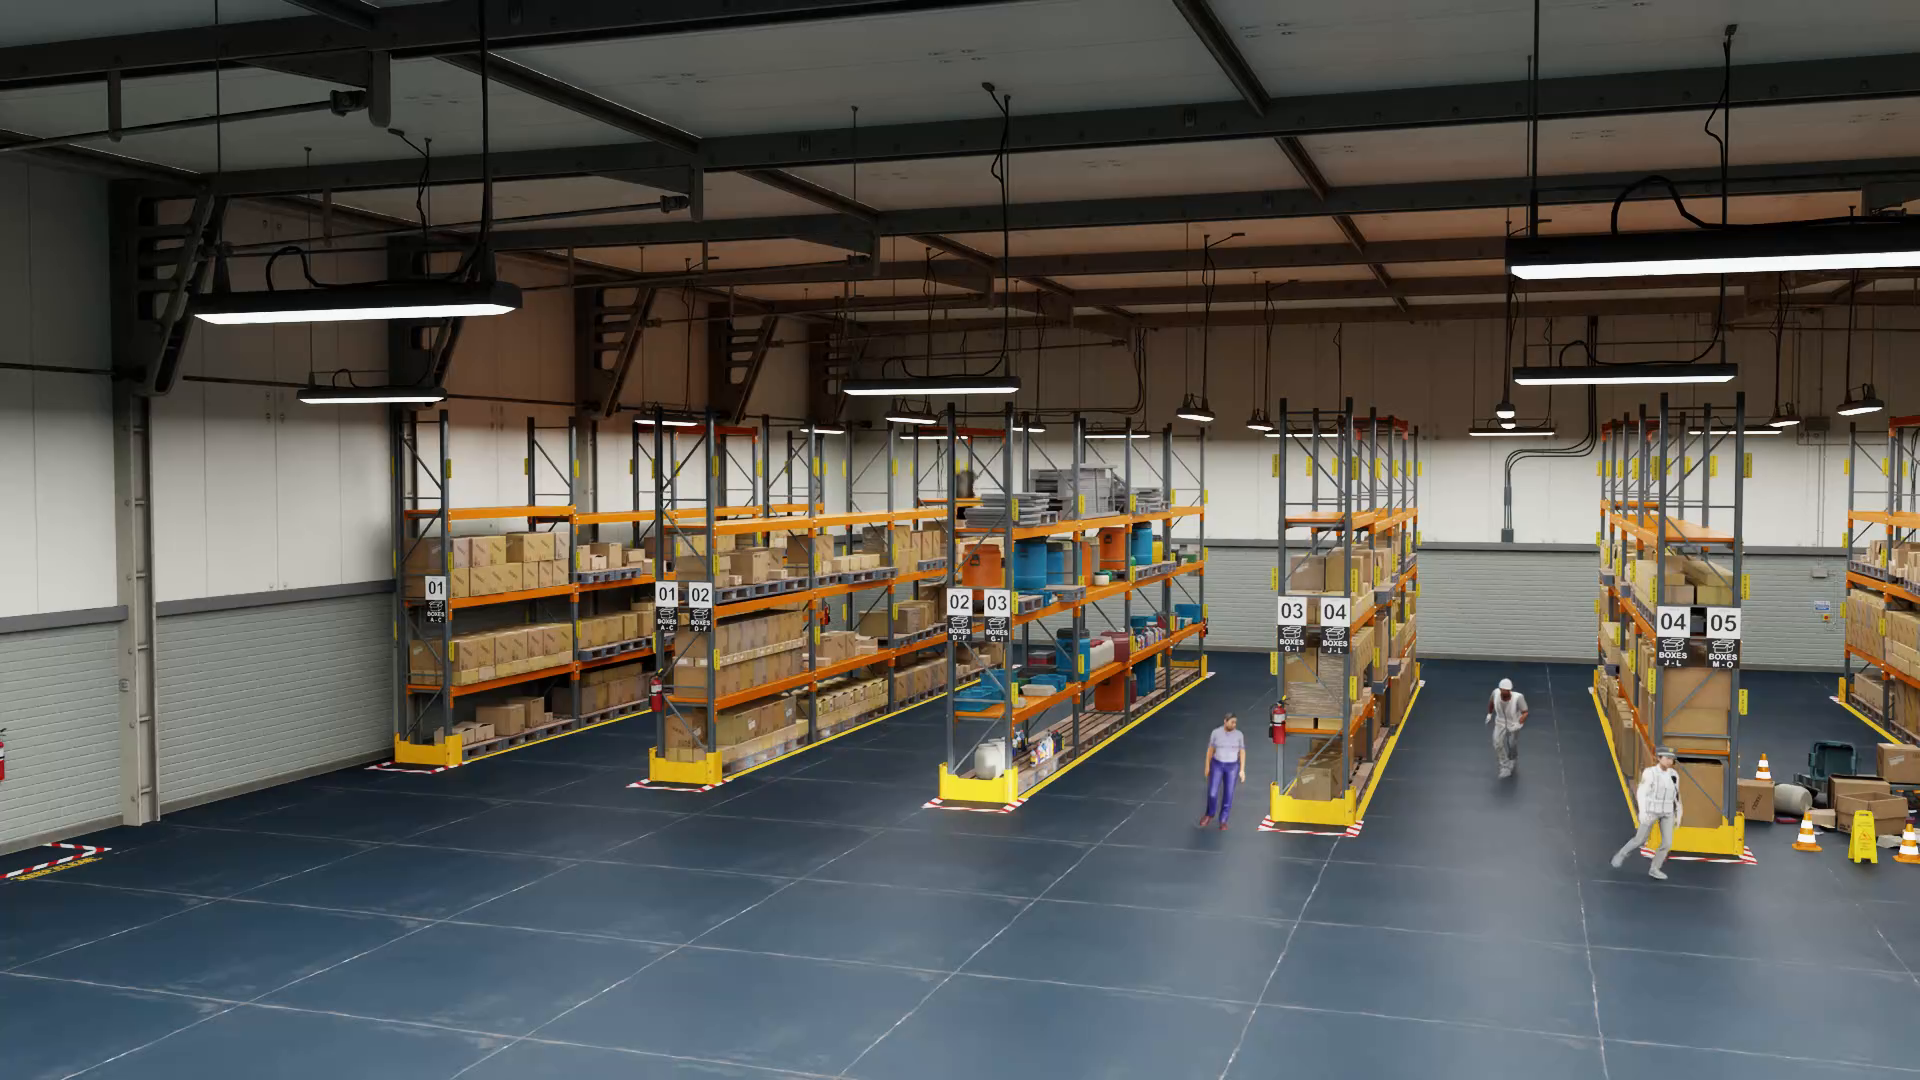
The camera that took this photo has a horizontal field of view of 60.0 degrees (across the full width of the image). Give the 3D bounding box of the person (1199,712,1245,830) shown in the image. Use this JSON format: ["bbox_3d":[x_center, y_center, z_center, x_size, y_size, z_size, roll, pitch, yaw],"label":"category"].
[{"bbox_3d":[3.629,3.181,23.010,0.620,1.634,0.433,0,2,0],"label":"person"}]

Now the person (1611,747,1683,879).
[{"bbox_3d":[8.439,3.305,20.375,0.758,1.613,0.553,0,2,0],"label":"person"}]

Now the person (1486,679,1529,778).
[{"bbox_3d":[8.926,3.012,27.041,0.710,1.612,1.112,1,3,31],"label":"person"}]
